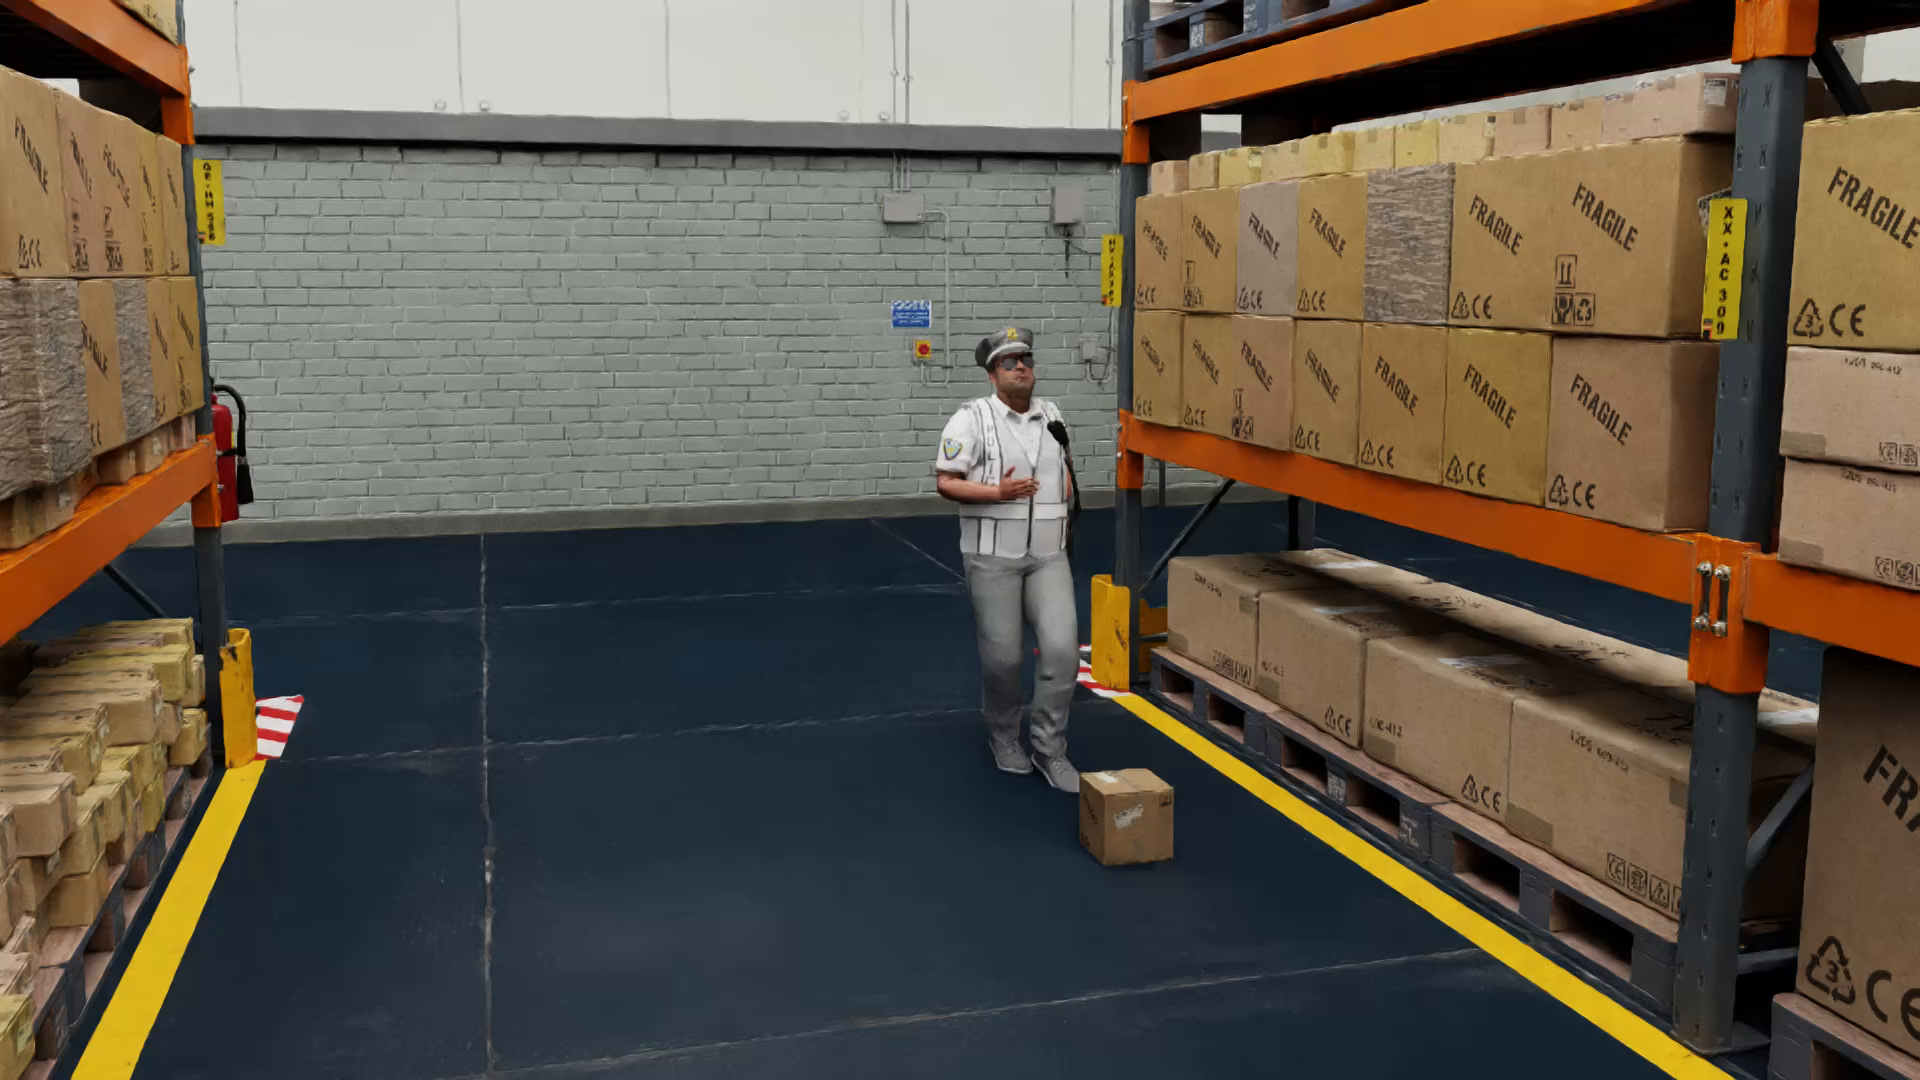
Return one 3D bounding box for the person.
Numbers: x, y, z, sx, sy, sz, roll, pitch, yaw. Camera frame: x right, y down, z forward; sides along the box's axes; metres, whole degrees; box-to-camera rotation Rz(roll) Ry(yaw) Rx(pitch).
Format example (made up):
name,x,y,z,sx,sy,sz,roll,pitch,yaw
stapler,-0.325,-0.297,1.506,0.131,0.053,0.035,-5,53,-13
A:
name,x,y,z,sx,sy,sz,roll,pitch,yaw
person,0.228,0.065,6.517,0.640,1.794,0.686,-2,9,-15
